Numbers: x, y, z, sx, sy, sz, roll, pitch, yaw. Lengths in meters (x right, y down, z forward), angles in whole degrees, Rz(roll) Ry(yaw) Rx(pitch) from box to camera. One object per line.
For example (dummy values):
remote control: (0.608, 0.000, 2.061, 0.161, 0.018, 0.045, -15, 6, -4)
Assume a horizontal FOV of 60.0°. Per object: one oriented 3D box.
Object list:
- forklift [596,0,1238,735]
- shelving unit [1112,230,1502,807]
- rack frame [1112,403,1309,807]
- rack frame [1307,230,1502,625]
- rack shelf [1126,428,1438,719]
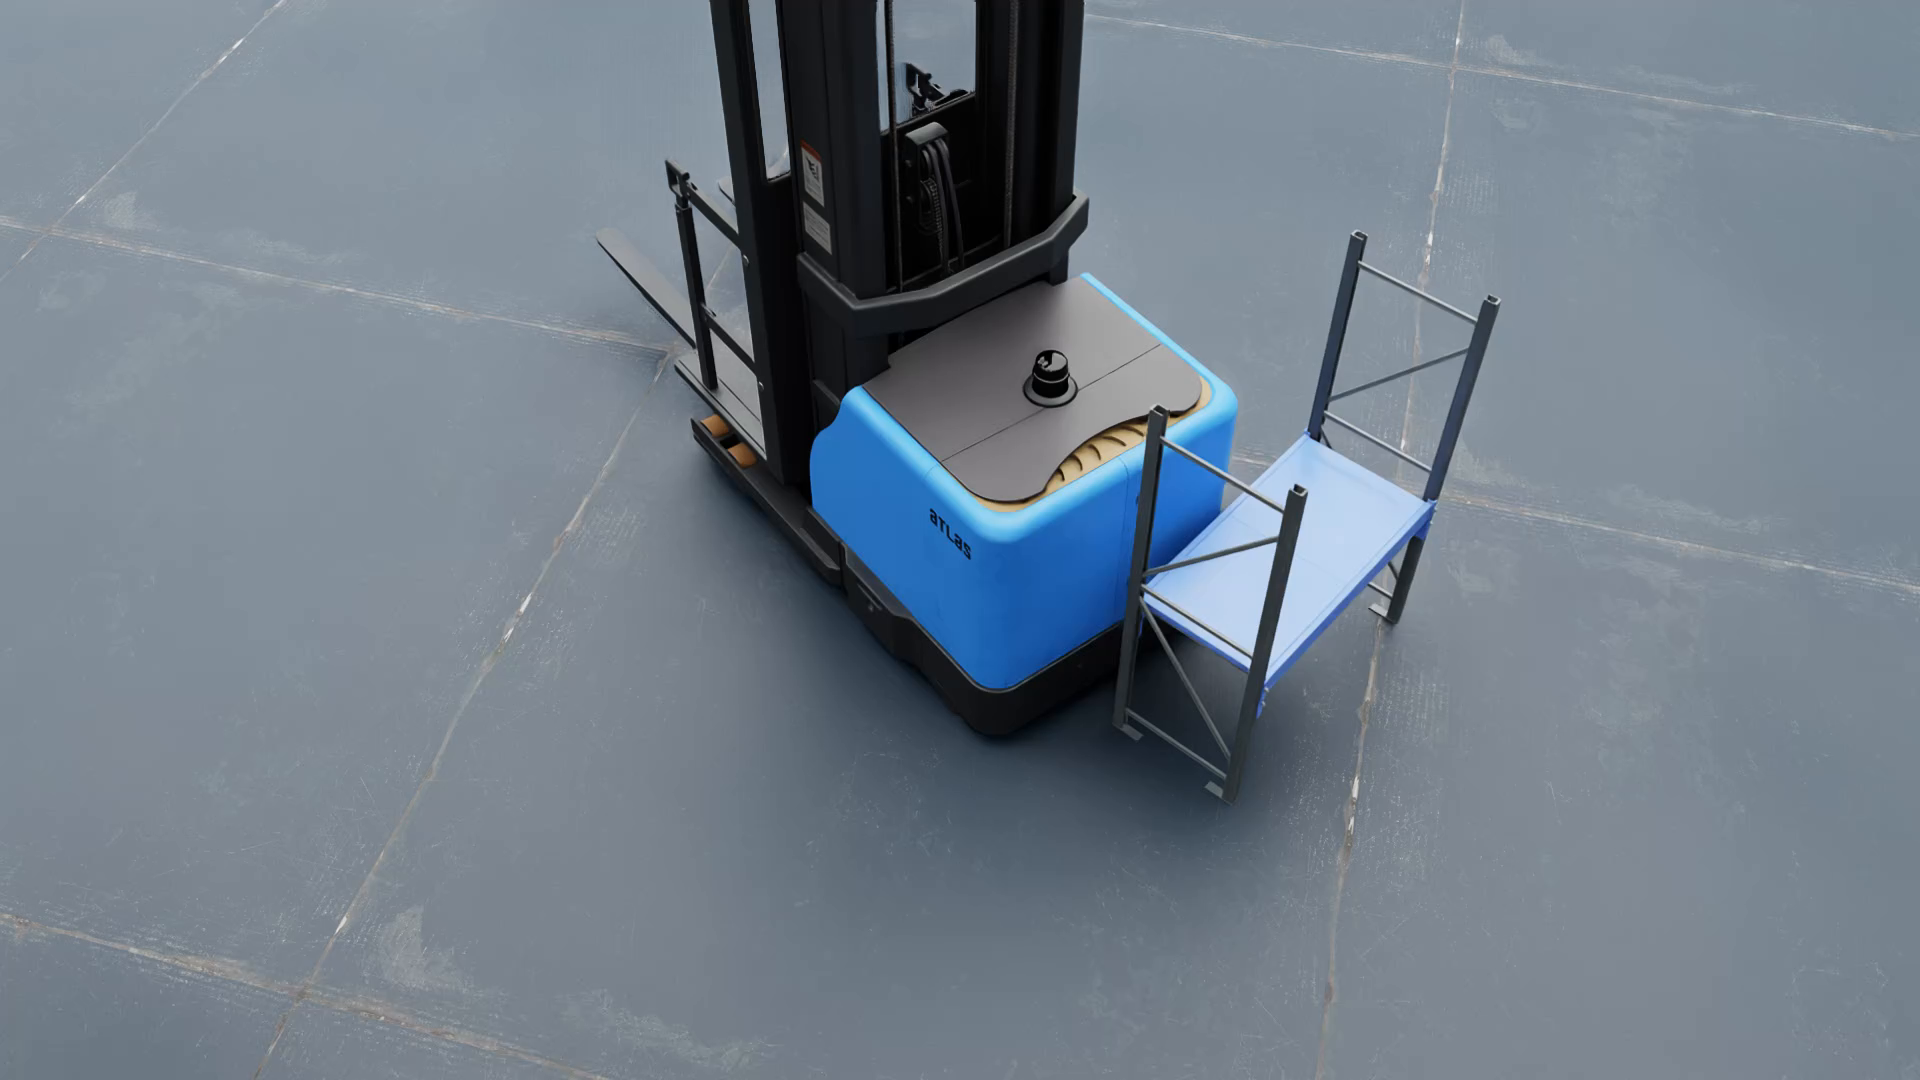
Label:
forklift: (-0.387, -1.380, 5.513, 1.130, 2.935, 3.031, -29, 55, -23)
shelving unit: (1.053, -0.036, 5.281, 0.538, 1.500, 1.048, 33, 56, 26)
rack frame: (0.718, 0.250, 5.029, 0.500, 1.500, 0.032, 33, 56, 26)
rack frame: (1.389, -0.322, 5.534, 0.500, 1.500, 0.032, 33, 56, 26)
rack shelf: (1.053, 0.083, 5.416, 0.538, 0.185, 1.000, 33, 56, 26)
